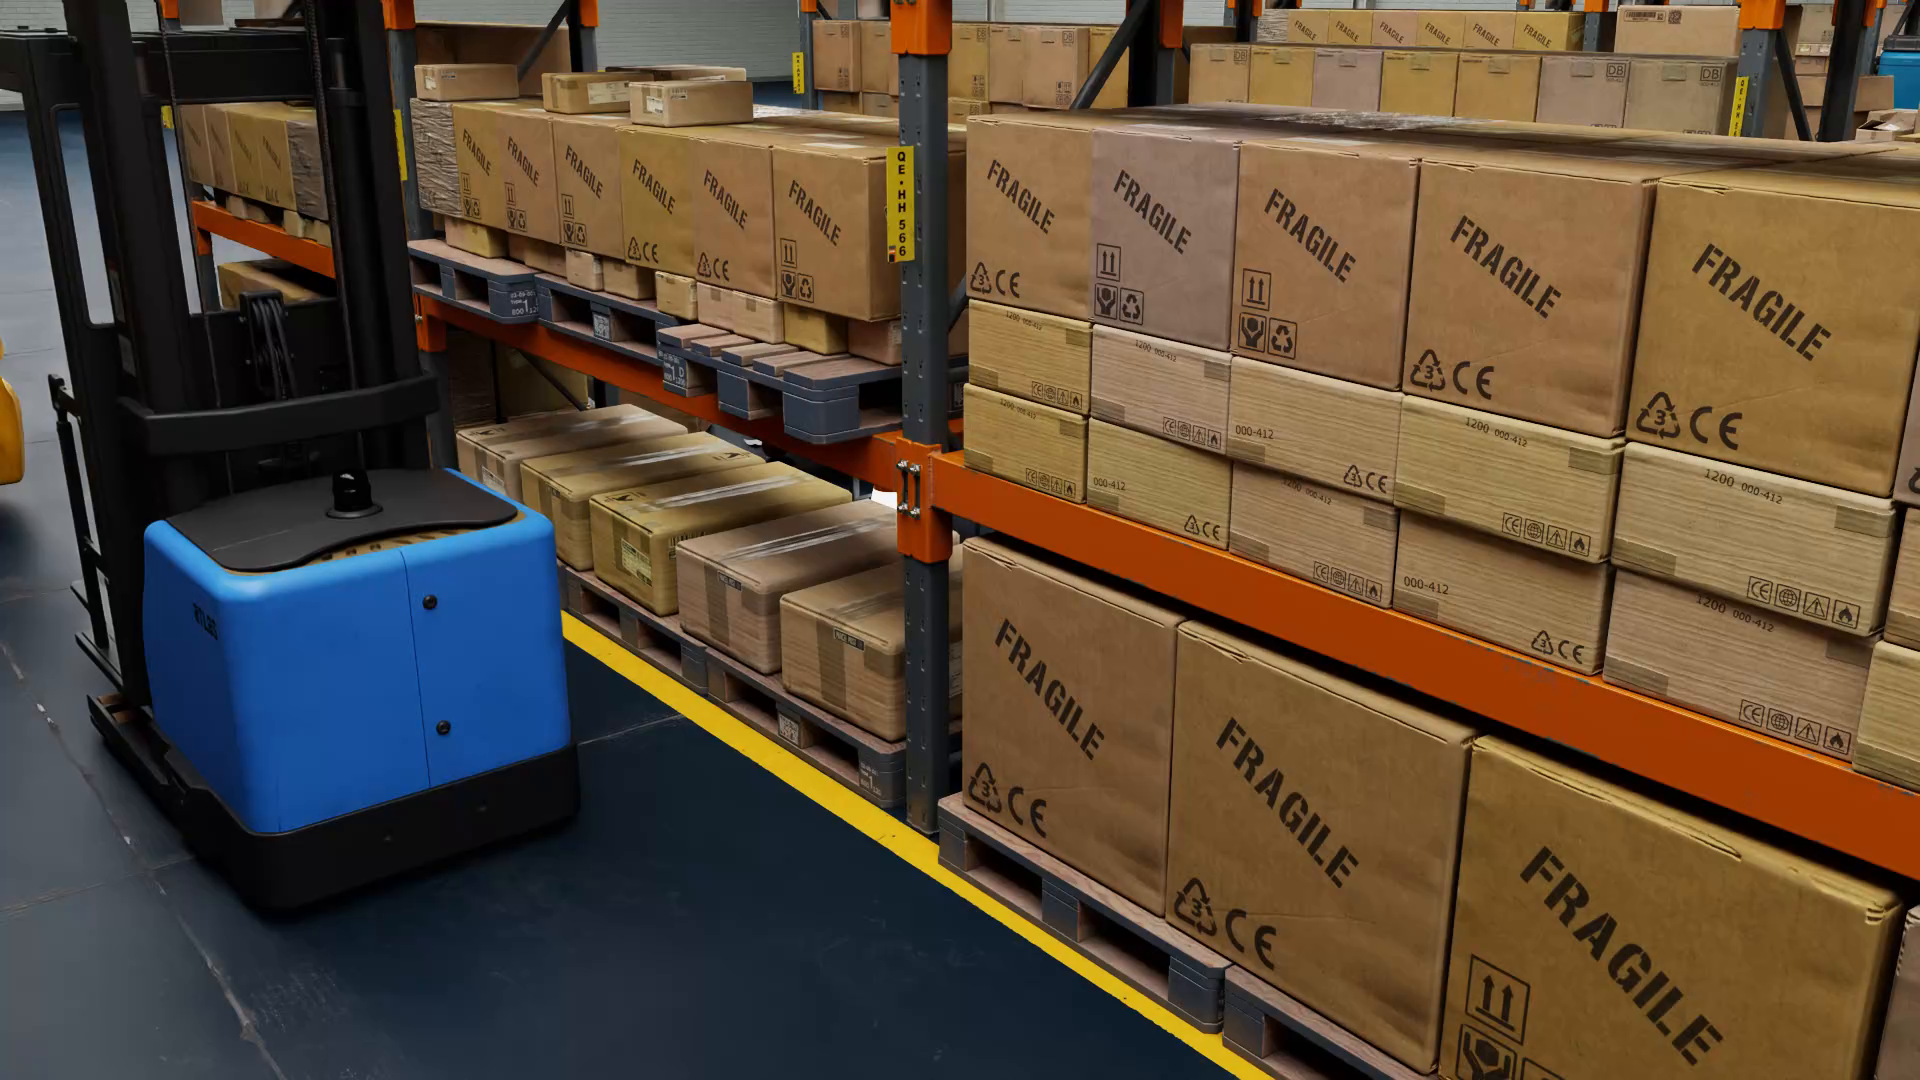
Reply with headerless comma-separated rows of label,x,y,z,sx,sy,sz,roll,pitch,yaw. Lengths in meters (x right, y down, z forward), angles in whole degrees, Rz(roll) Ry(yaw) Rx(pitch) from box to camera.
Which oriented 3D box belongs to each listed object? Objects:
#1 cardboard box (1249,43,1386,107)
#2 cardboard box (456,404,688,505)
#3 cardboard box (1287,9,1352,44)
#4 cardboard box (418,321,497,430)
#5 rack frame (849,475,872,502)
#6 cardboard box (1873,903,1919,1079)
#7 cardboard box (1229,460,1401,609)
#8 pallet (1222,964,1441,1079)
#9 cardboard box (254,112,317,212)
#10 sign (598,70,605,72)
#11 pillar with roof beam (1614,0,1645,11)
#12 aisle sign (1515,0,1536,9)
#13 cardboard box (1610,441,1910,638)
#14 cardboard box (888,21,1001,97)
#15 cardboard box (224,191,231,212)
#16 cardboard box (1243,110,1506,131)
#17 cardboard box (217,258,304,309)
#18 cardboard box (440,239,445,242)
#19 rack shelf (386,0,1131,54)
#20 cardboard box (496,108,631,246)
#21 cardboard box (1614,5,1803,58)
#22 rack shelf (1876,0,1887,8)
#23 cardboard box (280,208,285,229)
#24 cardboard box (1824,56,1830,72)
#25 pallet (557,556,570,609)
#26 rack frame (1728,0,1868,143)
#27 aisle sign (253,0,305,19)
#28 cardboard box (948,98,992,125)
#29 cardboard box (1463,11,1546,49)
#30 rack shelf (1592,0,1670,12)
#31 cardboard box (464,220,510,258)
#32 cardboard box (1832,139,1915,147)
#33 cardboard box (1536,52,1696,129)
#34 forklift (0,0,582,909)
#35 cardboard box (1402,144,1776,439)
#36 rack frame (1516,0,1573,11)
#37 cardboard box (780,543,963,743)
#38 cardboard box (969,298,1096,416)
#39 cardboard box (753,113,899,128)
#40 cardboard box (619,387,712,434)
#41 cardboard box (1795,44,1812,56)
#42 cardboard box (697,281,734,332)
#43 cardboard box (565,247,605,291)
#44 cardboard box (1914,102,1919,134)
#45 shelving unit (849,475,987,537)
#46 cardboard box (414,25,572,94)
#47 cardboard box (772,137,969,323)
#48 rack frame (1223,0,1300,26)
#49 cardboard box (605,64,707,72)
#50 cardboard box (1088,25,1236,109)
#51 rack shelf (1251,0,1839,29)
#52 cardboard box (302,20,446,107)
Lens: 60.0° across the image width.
cardboard box,2.219,-2.815,10.341,0.700,0.500,0.500,-14,23,-37
cardboard box,-1.905,-0.372,8.227,0.950,0.372,0.625,-14,23,-35
cardboard box,3.485,-4.819,15.920,0.500,0.500,0.500,-14,23,-36
cardboard box,-2.810,-0.892,8.799,0.500,0.500,0.500,-14,23,-37
rack frame,-0.365,-0.870,8.559,0.500,1.500,0.032,-14,24,-37
cardboard box,2.287,1.094,2.997,0.875,0.875,0.875,-13,22,-34
cardboard box,1.012,-0.069,4.037,0.500,0.250,0.500,-13,22,-34
pallet,1.435,1.270,4.192,1.003,0.211,1.213,-14,23,-36
cardboard box,-3.676,-2.176,9.531,0.500,0.500,0.500,-15,23,-37
sign,-1.799,-2.208,8.416,0.100,0.325,0.005,-14,23,-36
pillar with roof beam,8.714,-10.852,26.818,9.100,9.000,0.400,-14,23,-36
aisle sign,6.661,-6.630,19.478,0.394,0.787,0.004,-14,23,-36
cardboard box,1.628,-0.053,3.194,0.500,0.250,0.500,-13,23,-35
cardboard box,-0.043,-3.728,12.894,0.875,0.550,0.550,-14,23,-36
cardboard box,-4.398,-2.151,10.485,0.380,0.149,0.250,-15,23,-38
cardboard box,1.102,-0.884,4.511,0.500,0.500,0.500,-13,23,-35
cardboard box,-4.416,-1.526,10.713,0.500,0.500,0.500,-15,23,-38
cardboard box,-2.671,-1.449,8.367,0.380,0.149,0.250,-14,23,-37
rack shelf,-0.990,-2.139,6.422,1.077,0.370,4.000,-14,23,-36
cardboard box,-1.558,-1.518,6.874,0.500,0.500,0.500,-14,23,-36
cardboard box,5.920,-3.744,13.276,1.000,1.000,1.000,-14,23,-36
rack shelf,10.661,-5.039,15.182,1.077,0.370,4.000,-14,23,-36
cardboard box,-3.738,-1.898,9.721,0.380,0.149,0.250,-15,23,-38
cardboard box,11.734,-6.079,21.791,0.700,0.500,0.500,-14,23,-36
pallet,-1.748,-0.034,8.128,1.003,0.211,1.213,-14,23,-36
rack frame,4.069,-1.554,8.285,1.000,3.000,0.127,-14,23,-36
aisle sign,-4.527,-3.841,11.054,0.394,0.787,0.004,-14,23,-36
cardboard box,0.337,-3.098,12.708,0.875,0.550,0.500,-14,23,-36
cardboard box,4.730,-4.327,14.434,0.500,0.500,0.500,-14,23,-36
rack shelf,6.778,-4.073,12.263,1.077,0.370,4.000,-14,23,-36
cardboard box,-1.989,-1.368,7.453,0.380,0.149,0.250,-13,23,-35
cardboard box,4.207,-1.764,7.703,0.380,0.149,0.250,-14,23,-36
cardboard box,3.483,-2.313,8.827,0.700,0.500,0.500,-14,23,-37
forklift,-2.574,-0.701,5.815,1.130,2.935,3.031,-15,23,-37
cardboard box,1.301,-0.540,3.473,0.500,0.500,0.500,-14,23,-35
rack frame,6.935,-5.435,20.006,1.000,3.000,0.127,-14,23,-36
cardboard box,-0.092,0.344,6.065,0.950,0.372,0.625,-16,24,-40
cardboard box,0.372,-0.556,4.714,0.500,0.250,0.500,-14,23,-36
cardboard box,-0.511,-1.364,6.410,0.500,0.500,0.500,-14,23,-35
cardboard box,-1.831,-0.893,10.260,0.500,0.500,0.500,1,18,2
cardboard box,11.215,-6.492,22.004,0.380,0.149,0.250,-14,23,-36
cardboard box,-0.701,-0.847,5.881,0.380,0.149,0.250,-15,24,-39
cardboard box,-1.349,-1.105,6.658,0.380,0.149,0.250,-13,22,-34
cardboard box,7.228,-2.988,11.786,0.700,0.500,0.500,-10,21,-28
shelving unit,-0.042,-0.740,8.188,0.538,1.500,1.048,-14,24,-37
cardboard box,-2.335,-2.363,8.504,0.700,0.500,0.500,-14,23,-37
cardboard box,-0.249,-1.009,5.338,0.500,0.500,0.500,-15,23,-38
rack frame,3.053,-4.469,17.086,1.000,3.000,0.127,-14,23,-36
cardboard box,-1.330,-2.008,7.322,0.380,0.149,0.250,-15,23,-38
cardboard box,1.383,-3.221,11.363,0.875,0.550,0.550,-14,23,-36
rack shelf,2.827,-3.130,9.415,1.077,0.370,4.000,-14,23,-36
cardboard box,-3.522,-2.883,10.074,0.700,0.500,0.500,-14,23,-37
